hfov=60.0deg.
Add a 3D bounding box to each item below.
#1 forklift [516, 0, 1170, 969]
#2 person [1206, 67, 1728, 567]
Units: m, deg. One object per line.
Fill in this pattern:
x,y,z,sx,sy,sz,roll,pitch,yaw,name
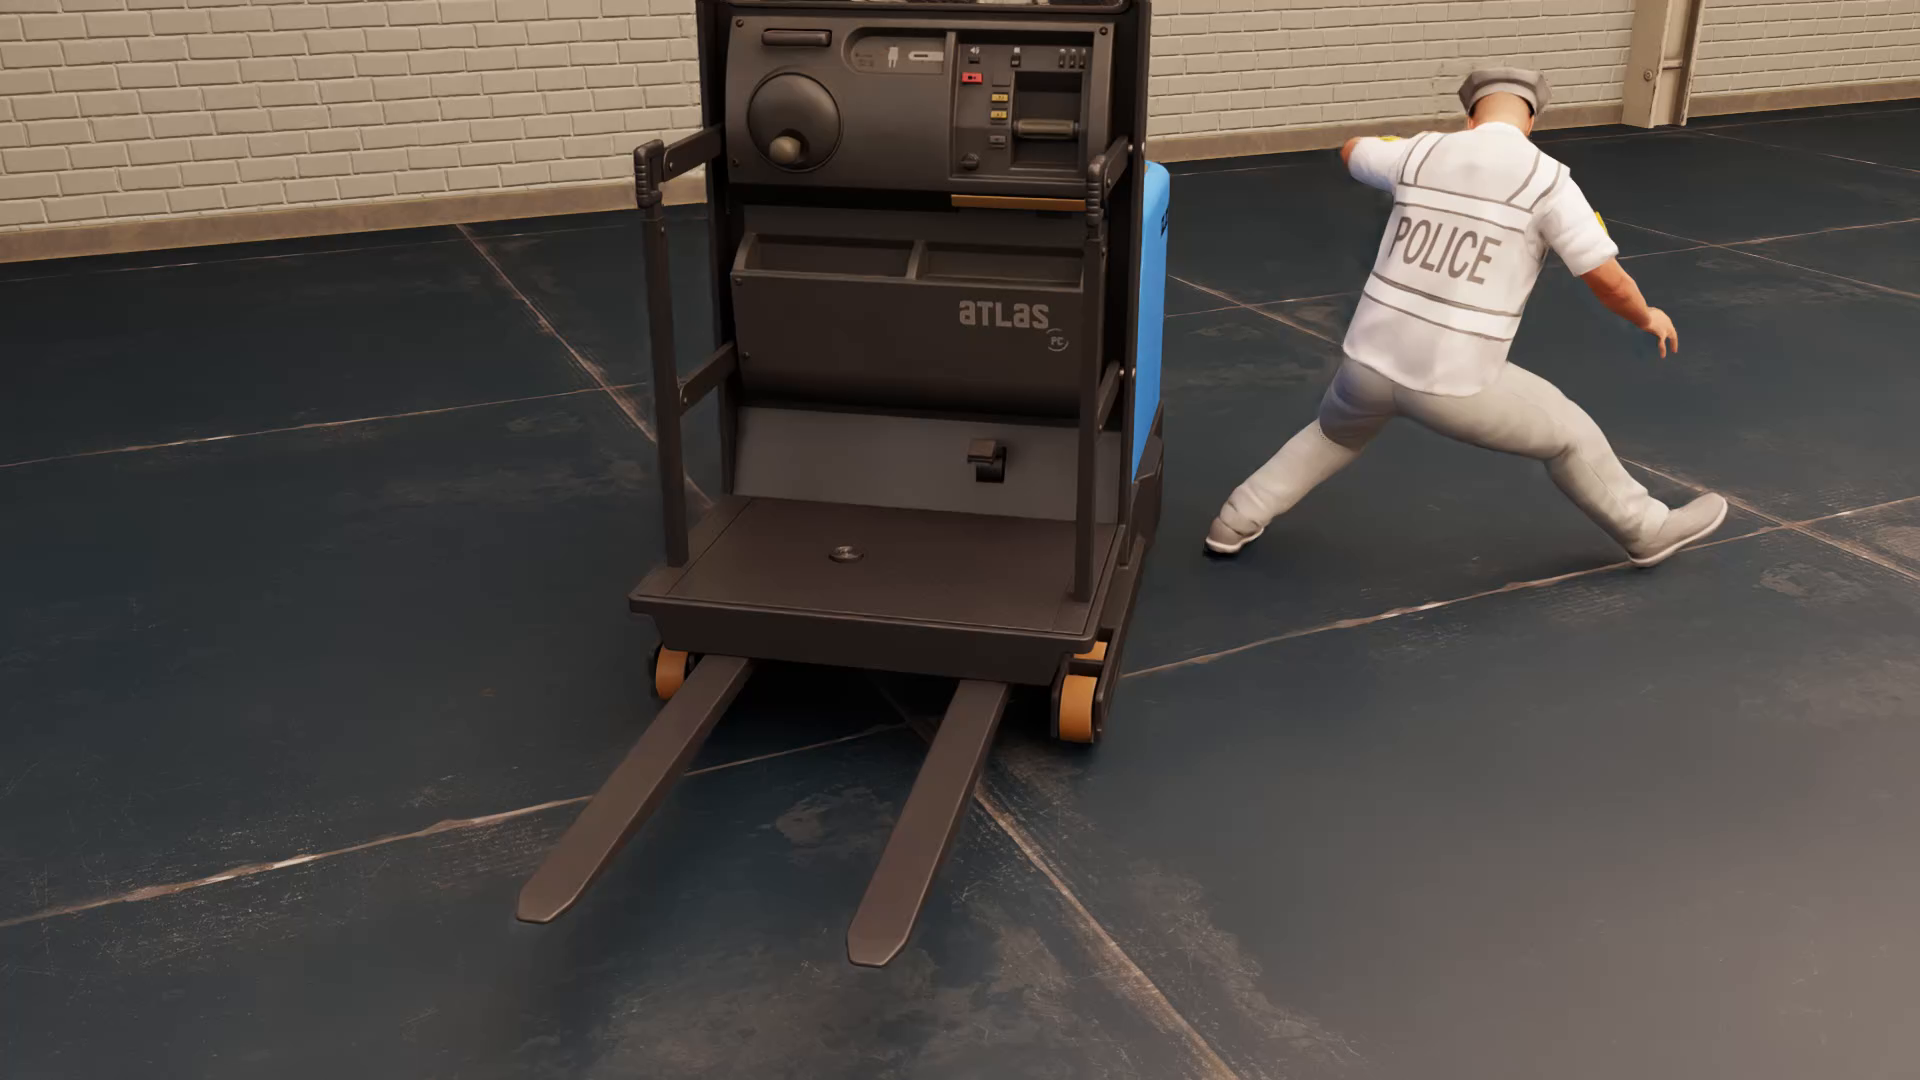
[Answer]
-0.146,-1.025,3.753,1.130,2.935,3.031,5,23,11,forklift
1.468,-0.603,4.731,1.032,1.428,1.234,-21,30,-41,person
